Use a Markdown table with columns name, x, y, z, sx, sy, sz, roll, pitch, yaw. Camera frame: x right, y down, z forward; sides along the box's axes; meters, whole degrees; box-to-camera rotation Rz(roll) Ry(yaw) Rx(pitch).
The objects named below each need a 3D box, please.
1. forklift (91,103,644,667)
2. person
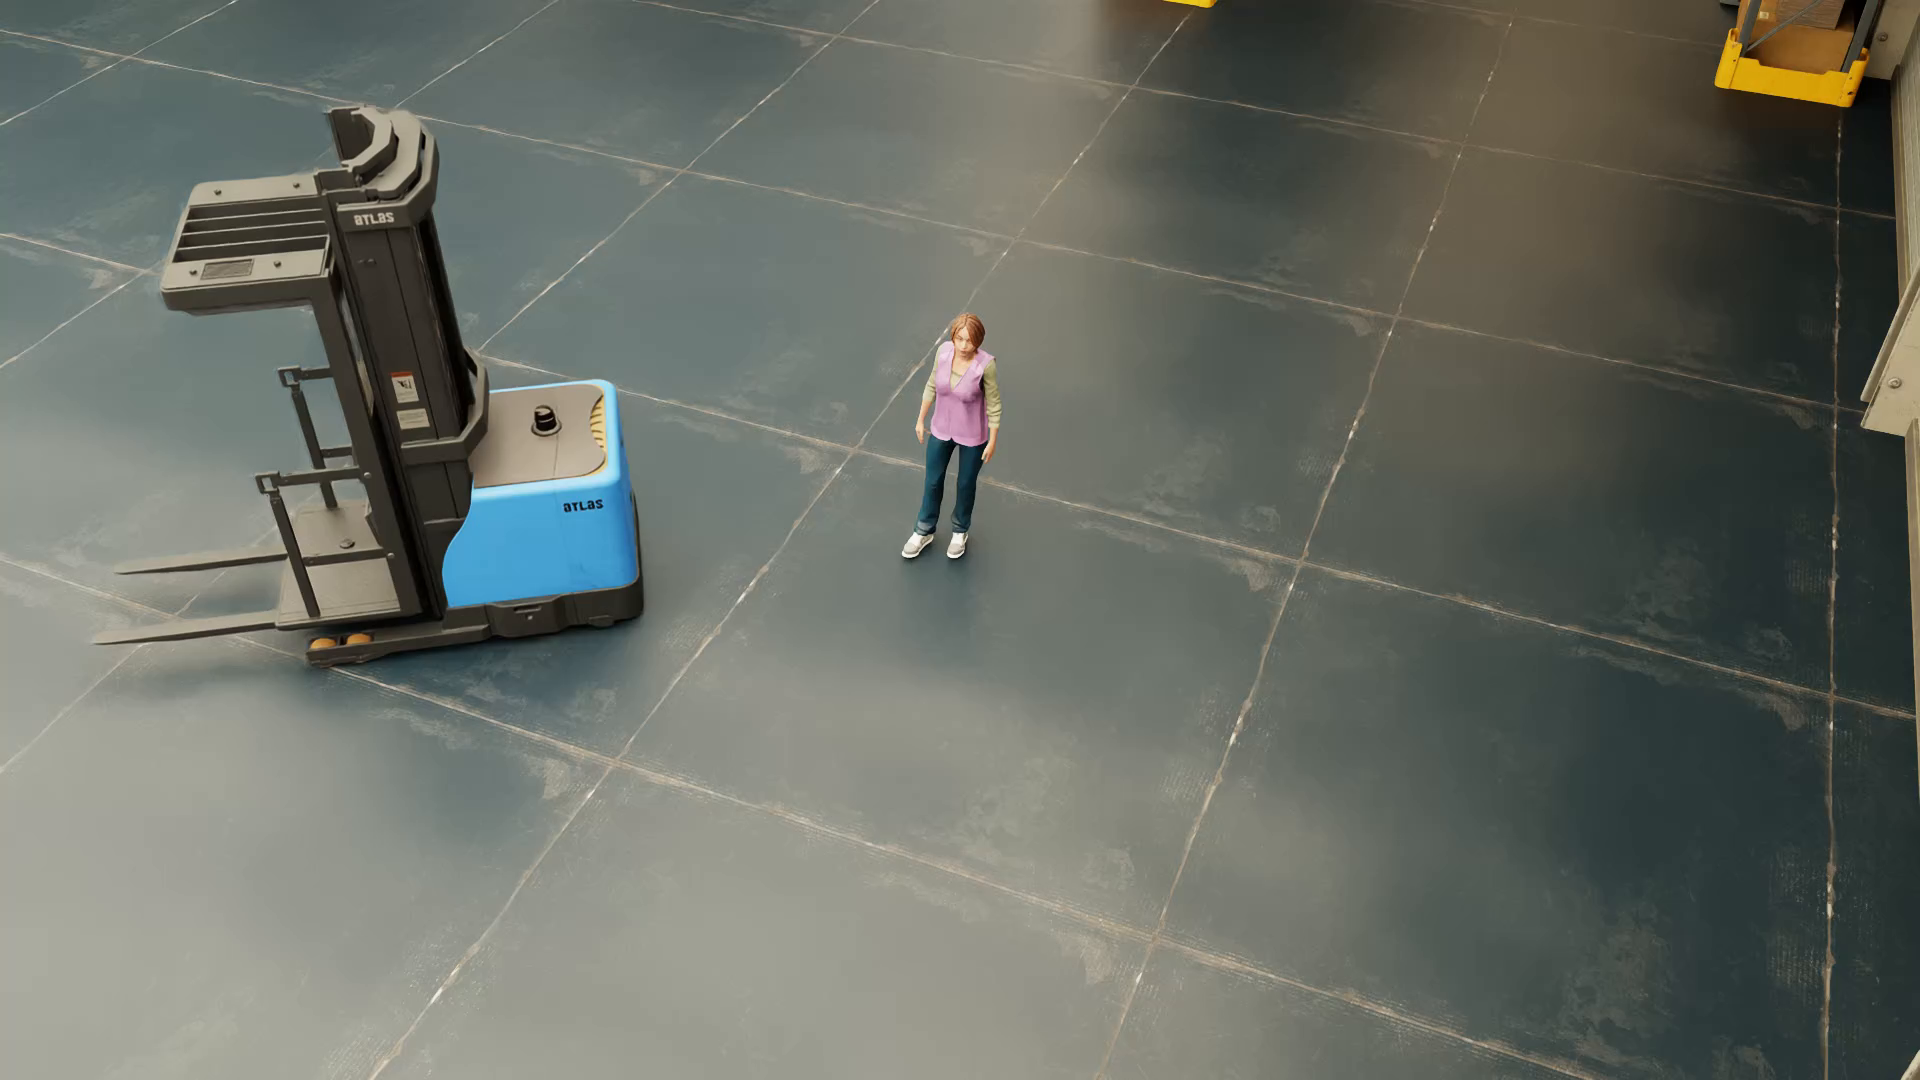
| name | x | y | z | sx | sy | sz | roll | pitch | yaw |
| --- | --- | --- | --- | --- | --- | --- | --- | --- | --- |
| forklift | -3.414 | -0.773 | 8.930 | 3.031 | 2.935 | 1.130 | -7 | 40 | -8 |
| person | -0.042 | -0.577 | 9.723 | 0.520 | 1.599 | 0.473 | 15 | 42 | 17 |
